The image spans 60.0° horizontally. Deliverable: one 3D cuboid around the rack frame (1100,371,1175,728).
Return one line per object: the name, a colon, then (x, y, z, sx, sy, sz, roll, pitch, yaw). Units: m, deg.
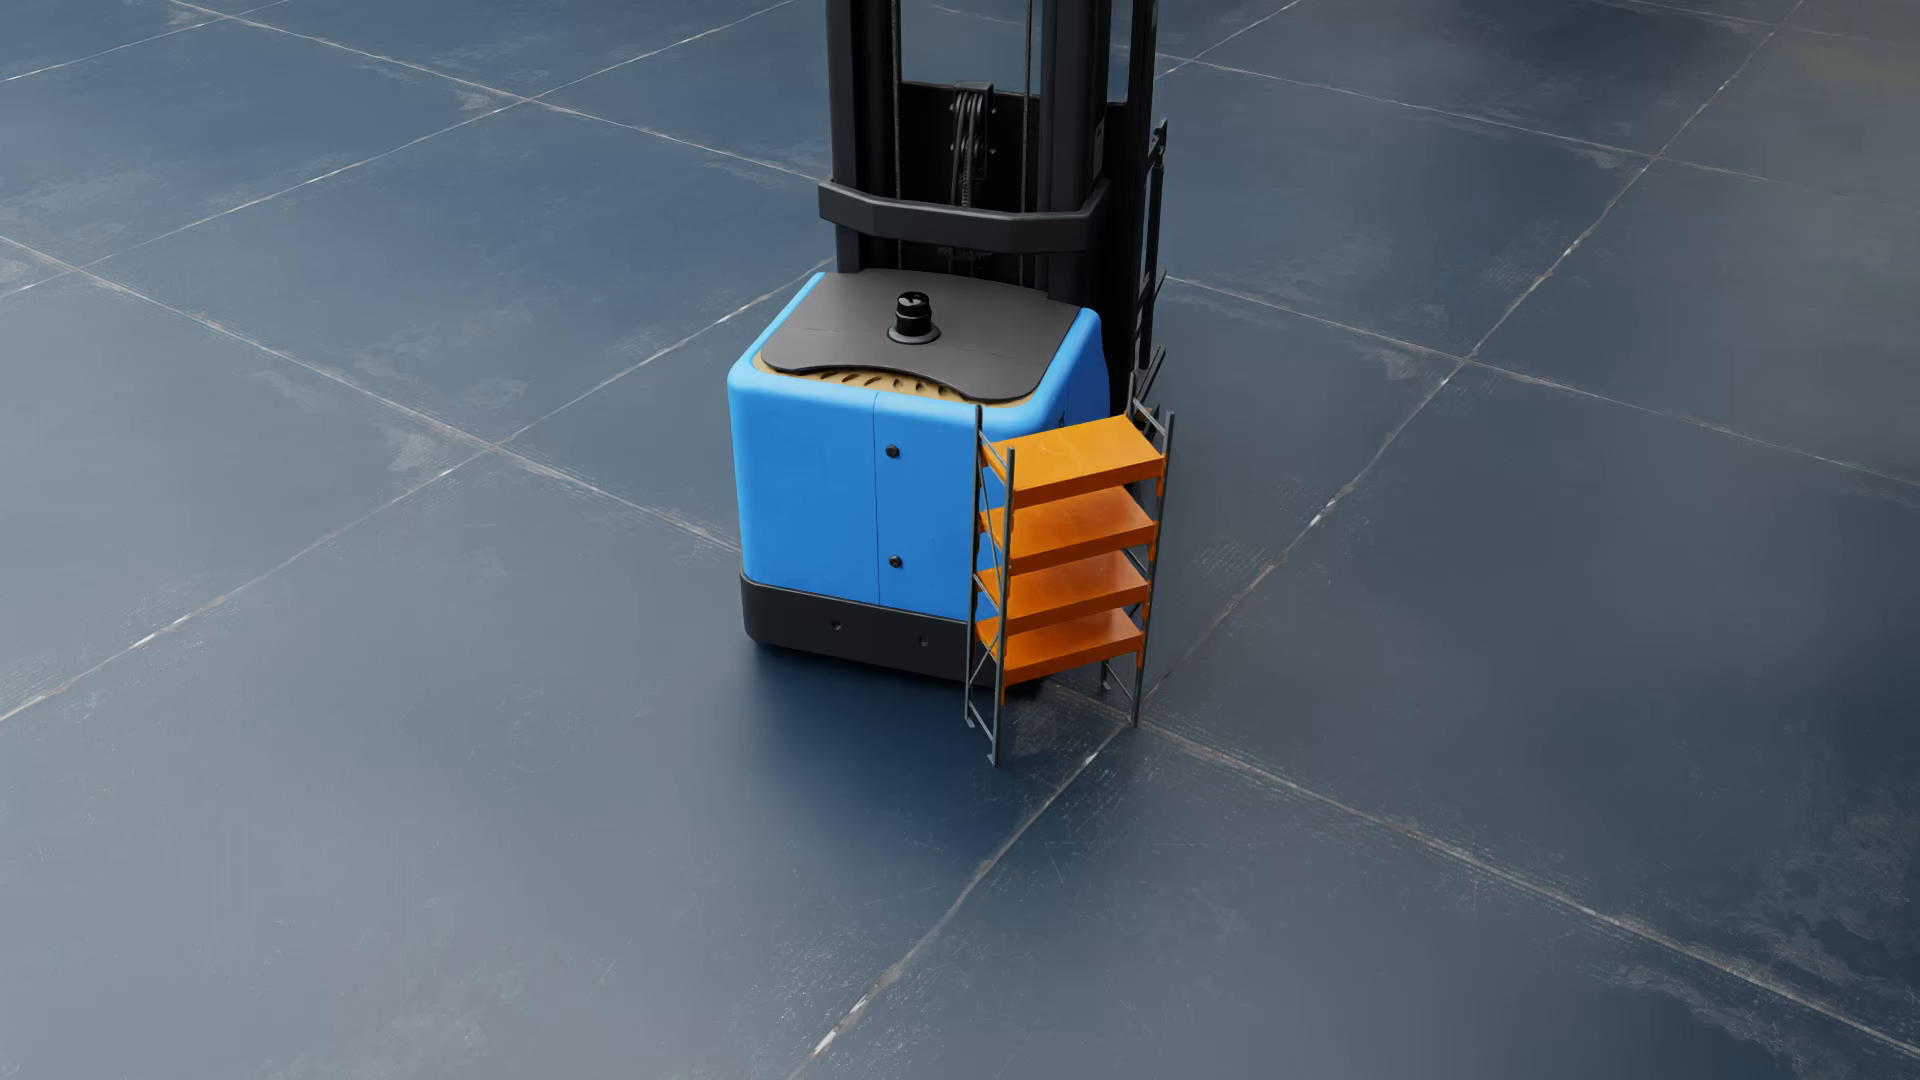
rack frame: (0.532, 0.058, 5.079, 0.015, 1.200, 0.240, -13, 40, -19)

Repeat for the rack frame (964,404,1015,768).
rack frame: (0.082, 0.165, 4.922, 0.015, 1.200, 0.240, -13, 40, -19)

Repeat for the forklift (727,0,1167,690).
forklift: (0.184, -1.548, 5.923, 1.130, 2.935, 3.031, 10, 35, 14)

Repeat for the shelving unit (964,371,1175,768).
shelving unit: (0.307, 0.112, 5.000, 0.503, 1.200, 0.258, -13, 40, -19)

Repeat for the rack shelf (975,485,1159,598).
rack shelf: (0.310, -0.013, 4.905, 0.480, 0.148, 0.258, -13, 40, -19)

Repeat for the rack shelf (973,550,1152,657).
rack shelf: (0.305, 0.165, 5.041, 0.480, 0.148, 0.258, -13, 40, -19)

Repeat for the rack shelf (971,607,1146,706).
rack shelf: (0.300, 0.323, 5.161, 0.480, 0.148, 0.258, -13, 40, -19)

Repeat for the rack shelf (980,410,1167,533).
rack shelf: (0.316, -0.201, 4.762, 0.480, 0.148, 0.258, -13, 40, -19)
